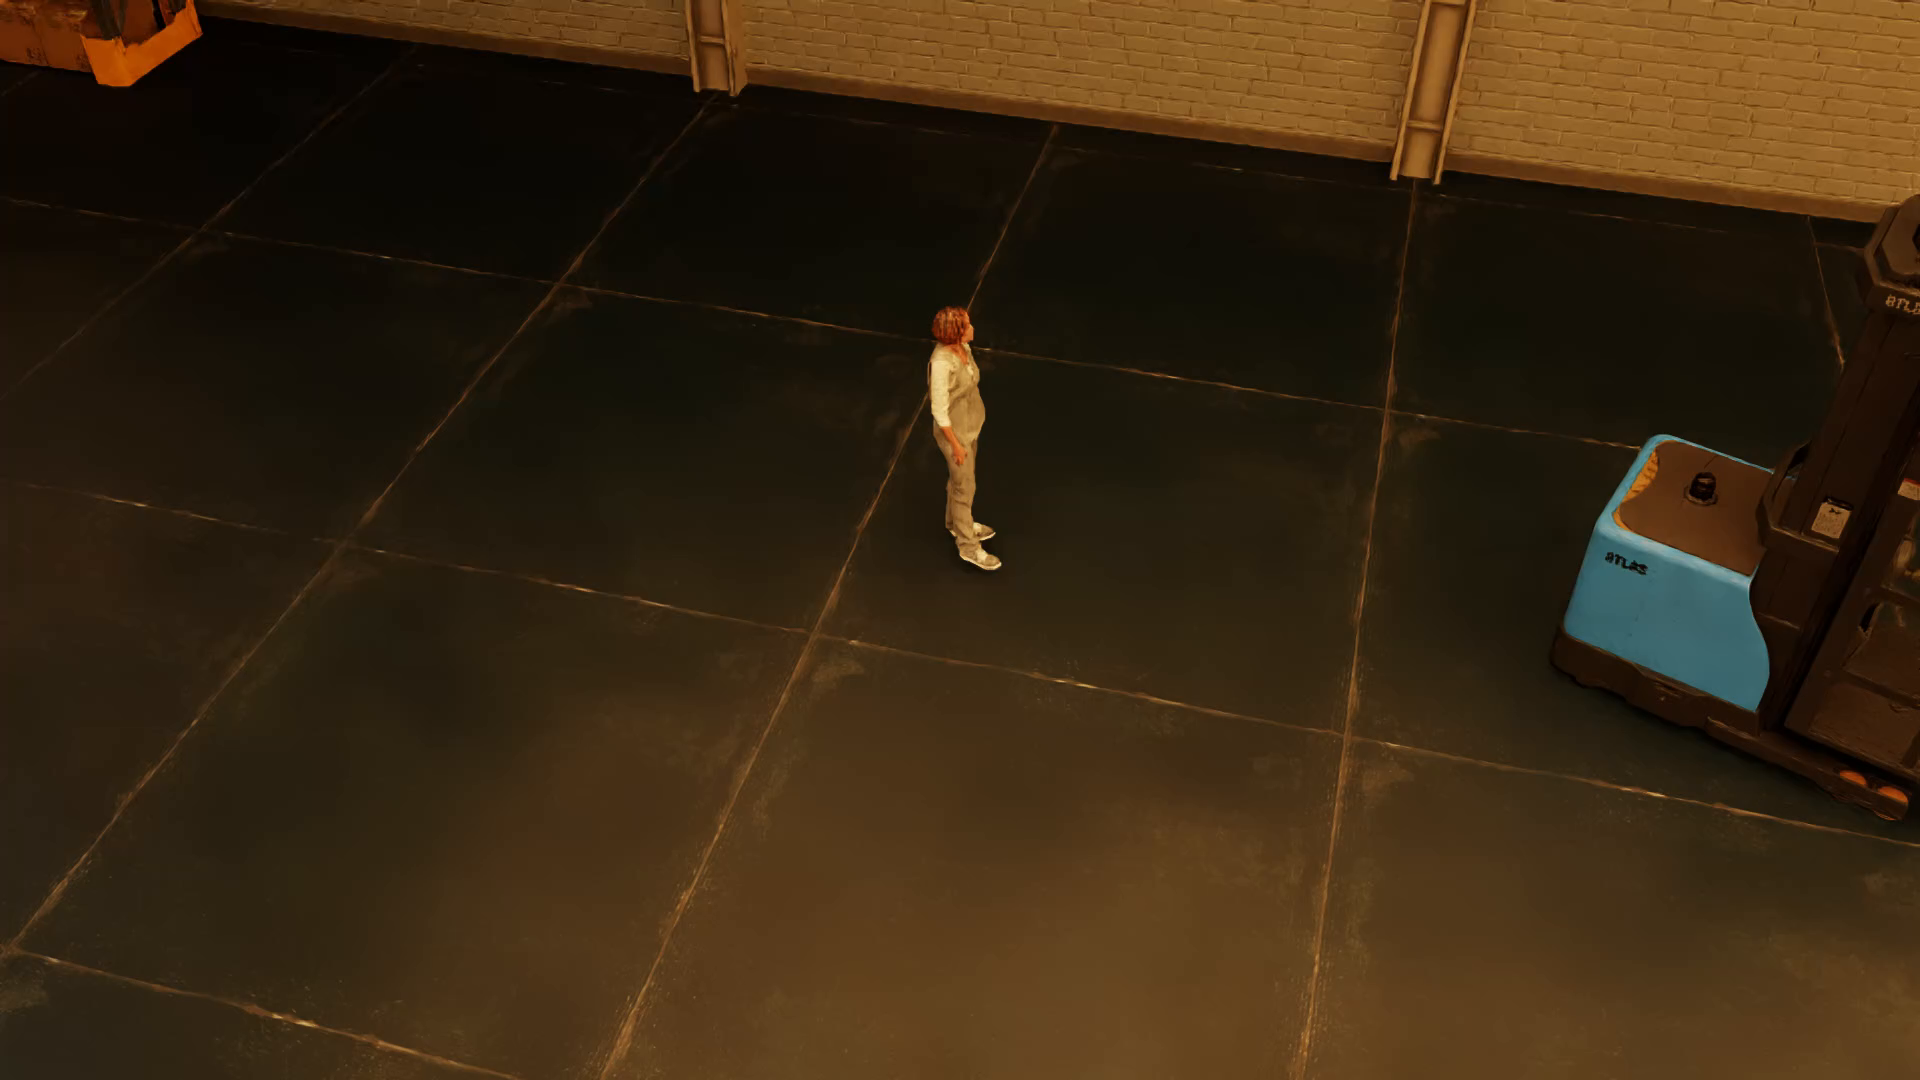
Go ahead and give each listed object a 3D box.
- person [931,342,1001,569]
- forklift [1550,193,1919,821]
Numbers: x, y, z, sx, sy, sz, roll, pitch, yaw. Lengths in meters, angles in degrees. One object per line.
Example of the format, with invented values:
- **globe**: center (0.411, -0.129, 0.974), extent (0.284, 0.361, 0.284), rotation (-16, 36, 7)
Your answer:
- **person**: center (0.073, -0.522, 9.582), extent (0.463, 1.354, 0.521), rotation (10, 42, 11)
- **forklift**: center (4.774, -0.083, 7.956), extent (3.031, 2.935, 1.130), rotation (25, 47, 26)
